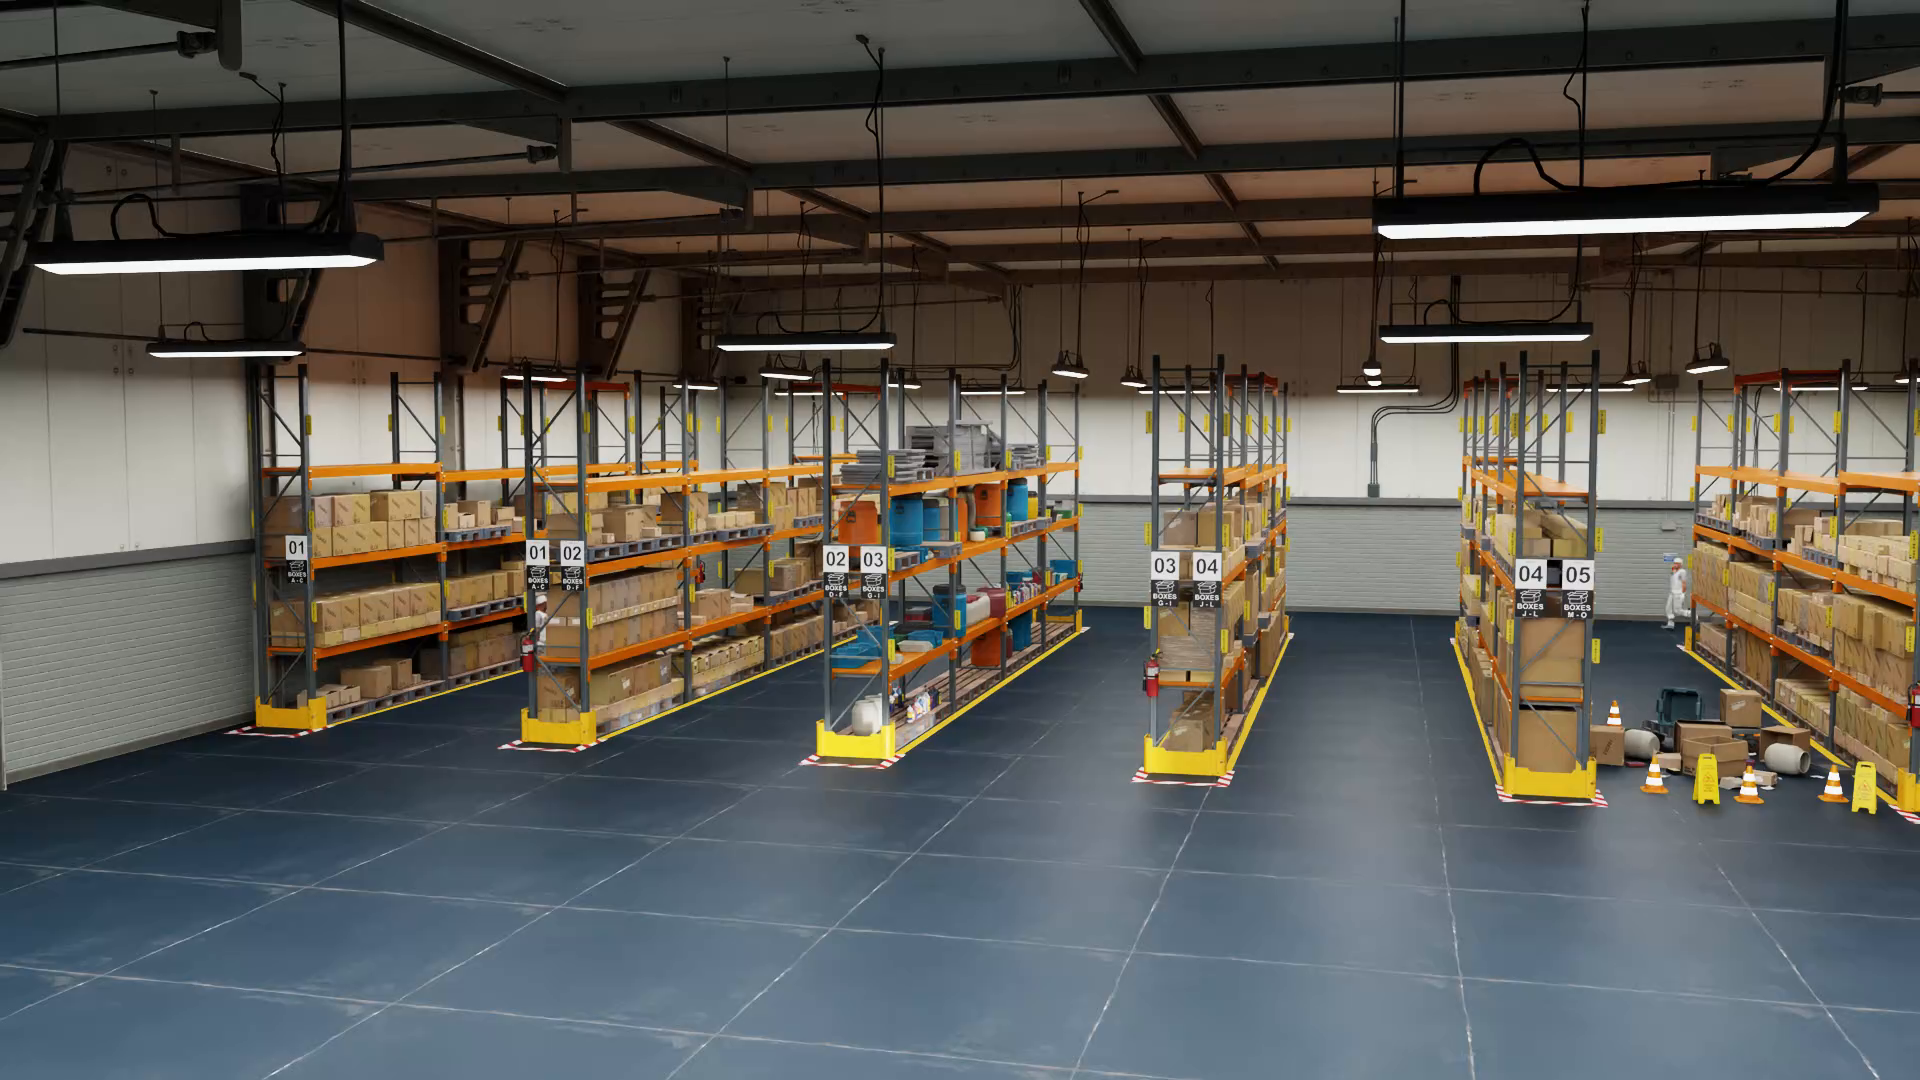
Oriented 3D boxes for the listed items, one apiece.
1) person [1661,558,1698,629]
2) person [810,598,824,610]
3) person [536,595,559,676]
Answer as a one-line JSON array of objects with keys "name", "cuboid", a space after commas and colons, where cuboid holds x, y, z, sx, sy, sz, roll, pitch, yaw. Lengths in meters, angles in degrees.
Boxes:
[{"name": "person", "cuboid": [17.606, 1.312, 40.688, 0.798, 1.761, 0.627, 0, 4, 6]}, {"name": "person", "cuboid": [-3.712, 1.165, 43.427, 0.649, 1.798, 0.882, 1, 4, 12]}, {"name": "person", "cuboid": [-7.860, 1.939, 31.643, 0.488, 1.787, 0.617, 3, 5, 37]}]
